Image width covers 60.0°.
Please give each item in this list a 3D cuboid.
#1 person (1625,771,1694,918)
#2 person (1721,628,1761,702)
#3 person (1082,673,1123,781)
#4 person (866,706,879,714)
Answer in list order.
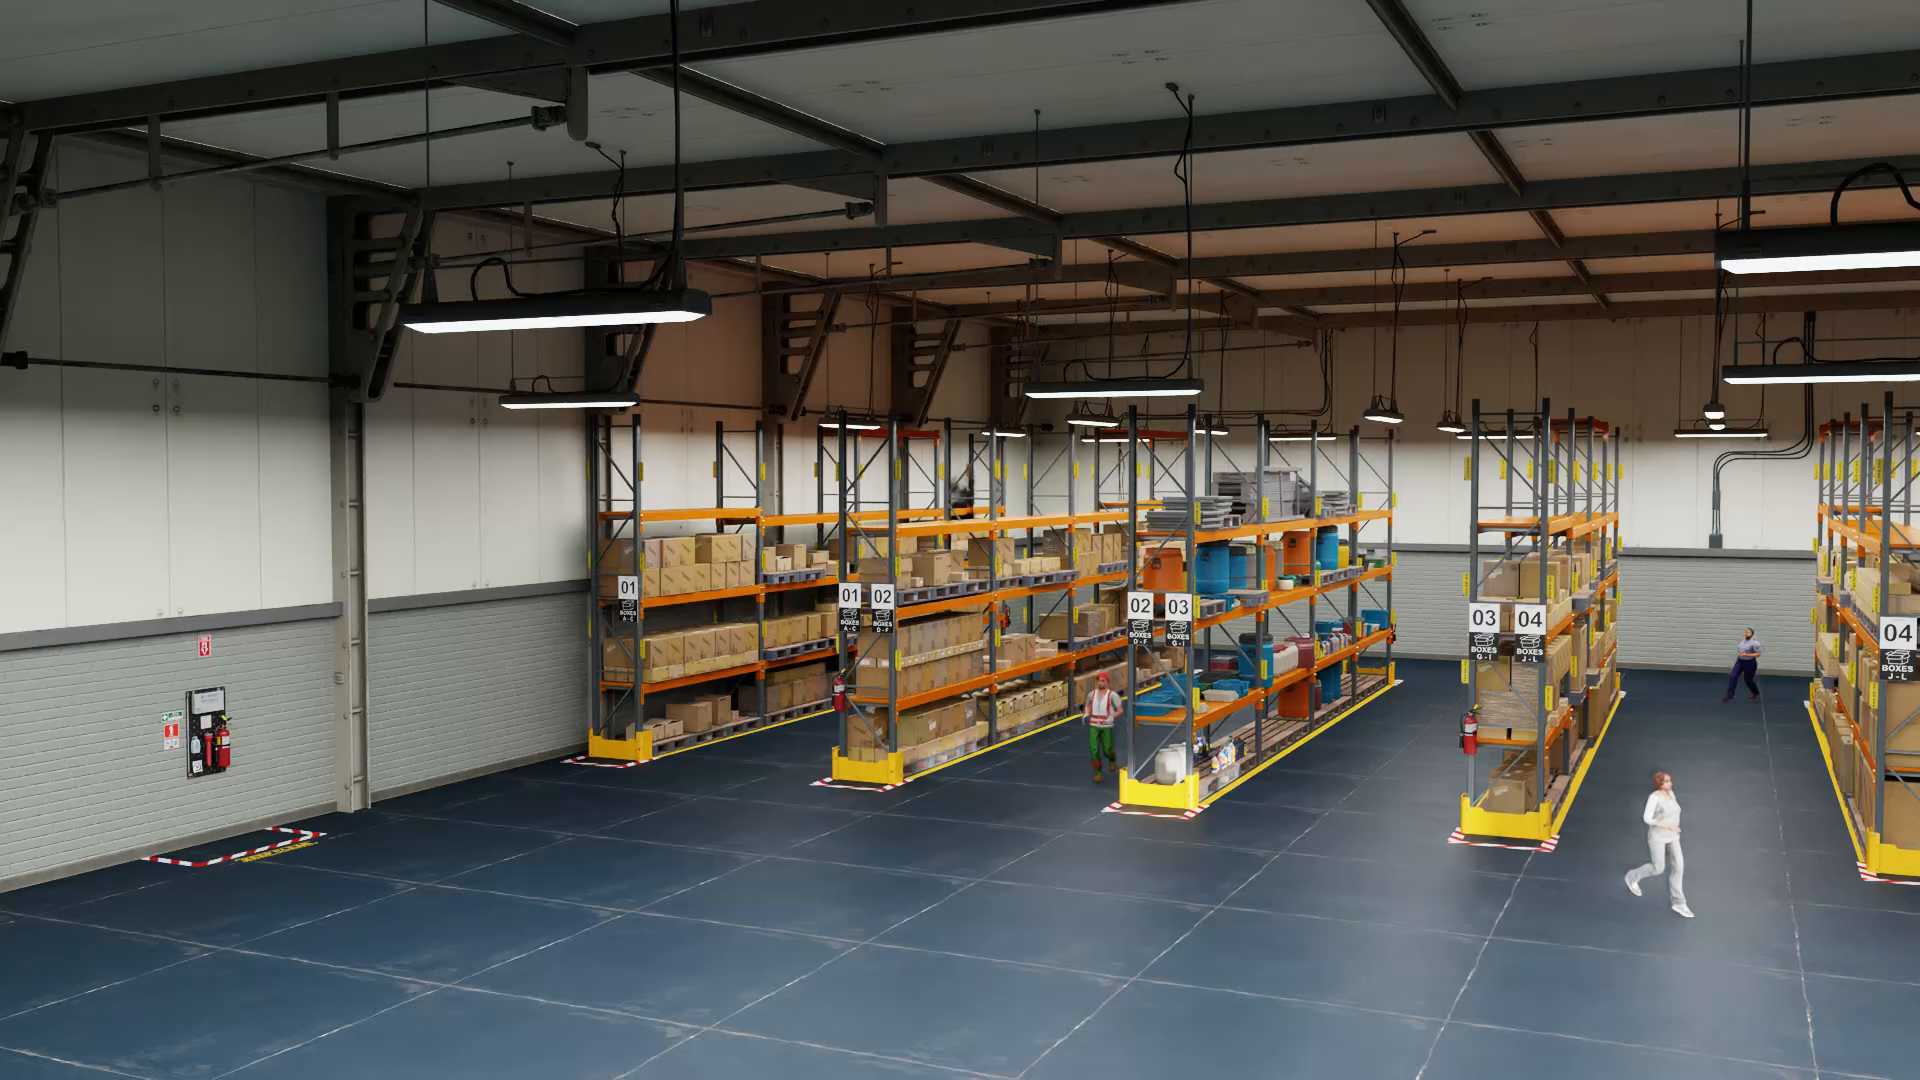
[{"bbox_3d":[7.995,3.431,18.963,0.553,1.583,0.877,-1,3,-28],"label":"person"},{"bbox_3d":[17.036,2.701,35.953,0.897,1.624,0.652,-1,3,-24],"label":"person"},{"bbox_3d":[2.309,3.021,26.984,0.659,1.741,0.709,1,3,23],"label":"person"},{"bbox_3d":[-1.485,2.874,30.662,0.658,1.740,0.606,1,2,12],"label":"person"}]
